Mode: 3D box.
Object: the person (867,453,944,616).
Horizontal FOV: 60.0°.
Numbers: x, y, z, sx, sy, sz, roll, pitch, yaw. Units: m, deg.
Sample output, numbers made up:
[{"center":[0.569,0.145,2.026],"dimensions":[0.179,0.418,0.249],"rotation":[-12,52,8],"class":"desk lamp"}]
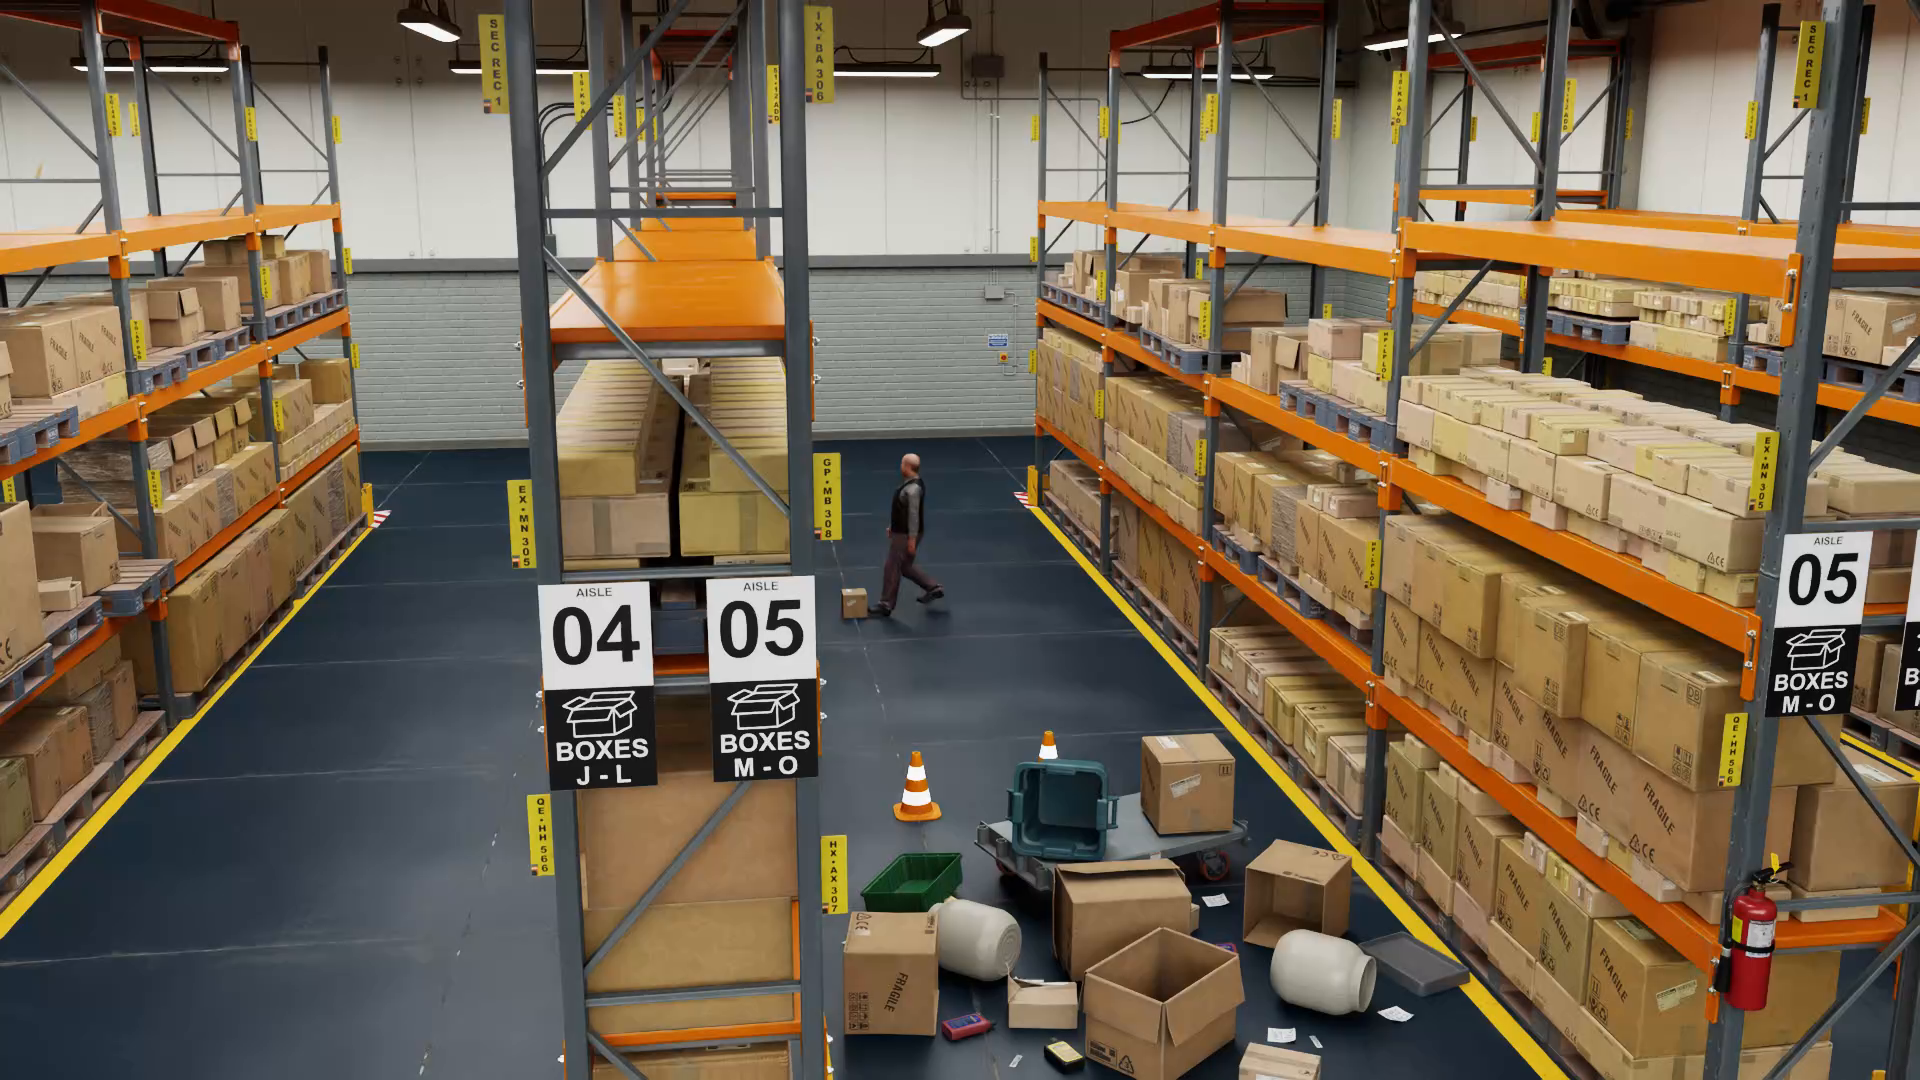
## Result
[{"center":[-0.592,-0.068,17.376],"dimensions":[0.844,1.694,0.549],"rotation":[0,13,1],"class":"person"}]
